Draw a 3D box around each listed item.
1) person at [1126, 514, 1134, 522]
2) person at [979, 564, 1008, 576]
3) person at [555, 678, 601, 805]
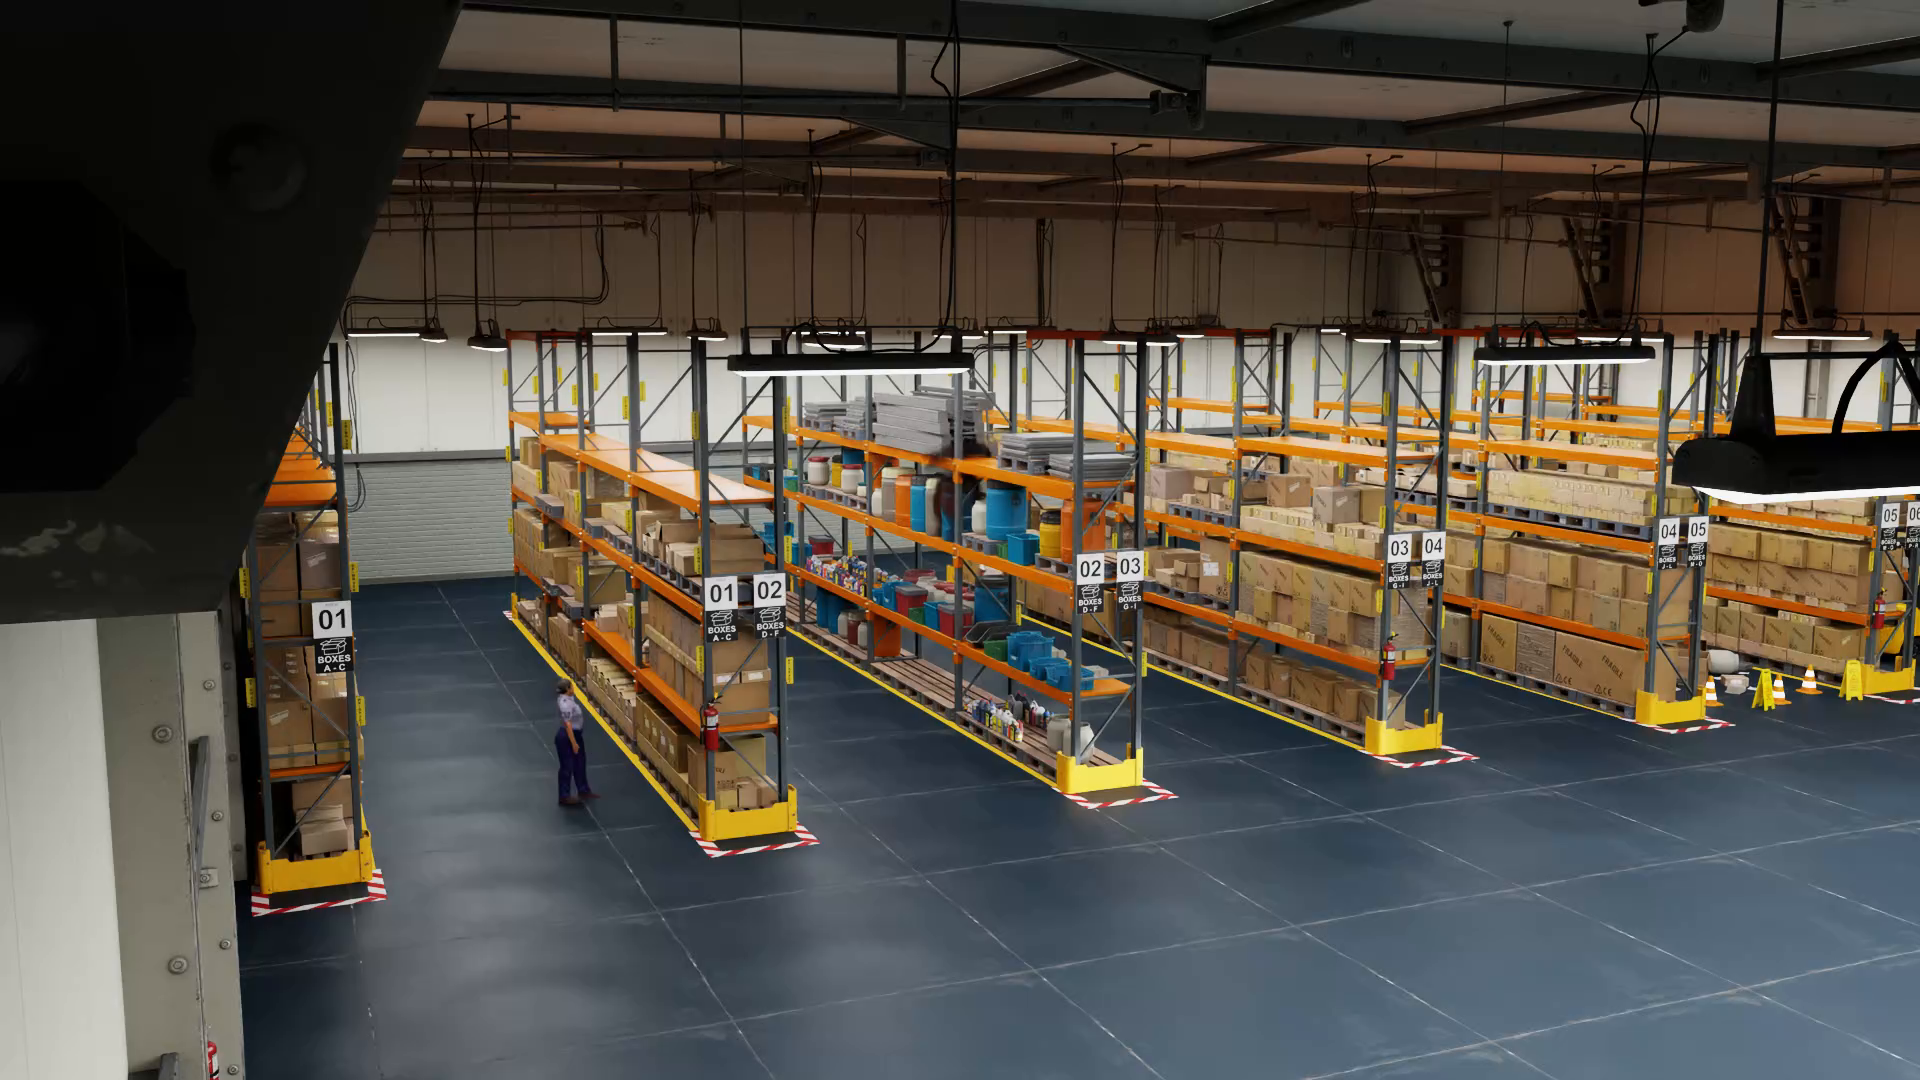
[{"bbox_3d":[4.664,-0.501,43.912,0.550,1.706,0.546,3,8,23],"label":"person"},{"bbox_3d":[0.692,0.880,33.822,0.645,1.730,0.986,-2,8,-17],"label":"person"},{"bbox_3d":[-4.988,2.610,21.611,0.519,1.673,0.527,0,8,1],"label":"person"}]
